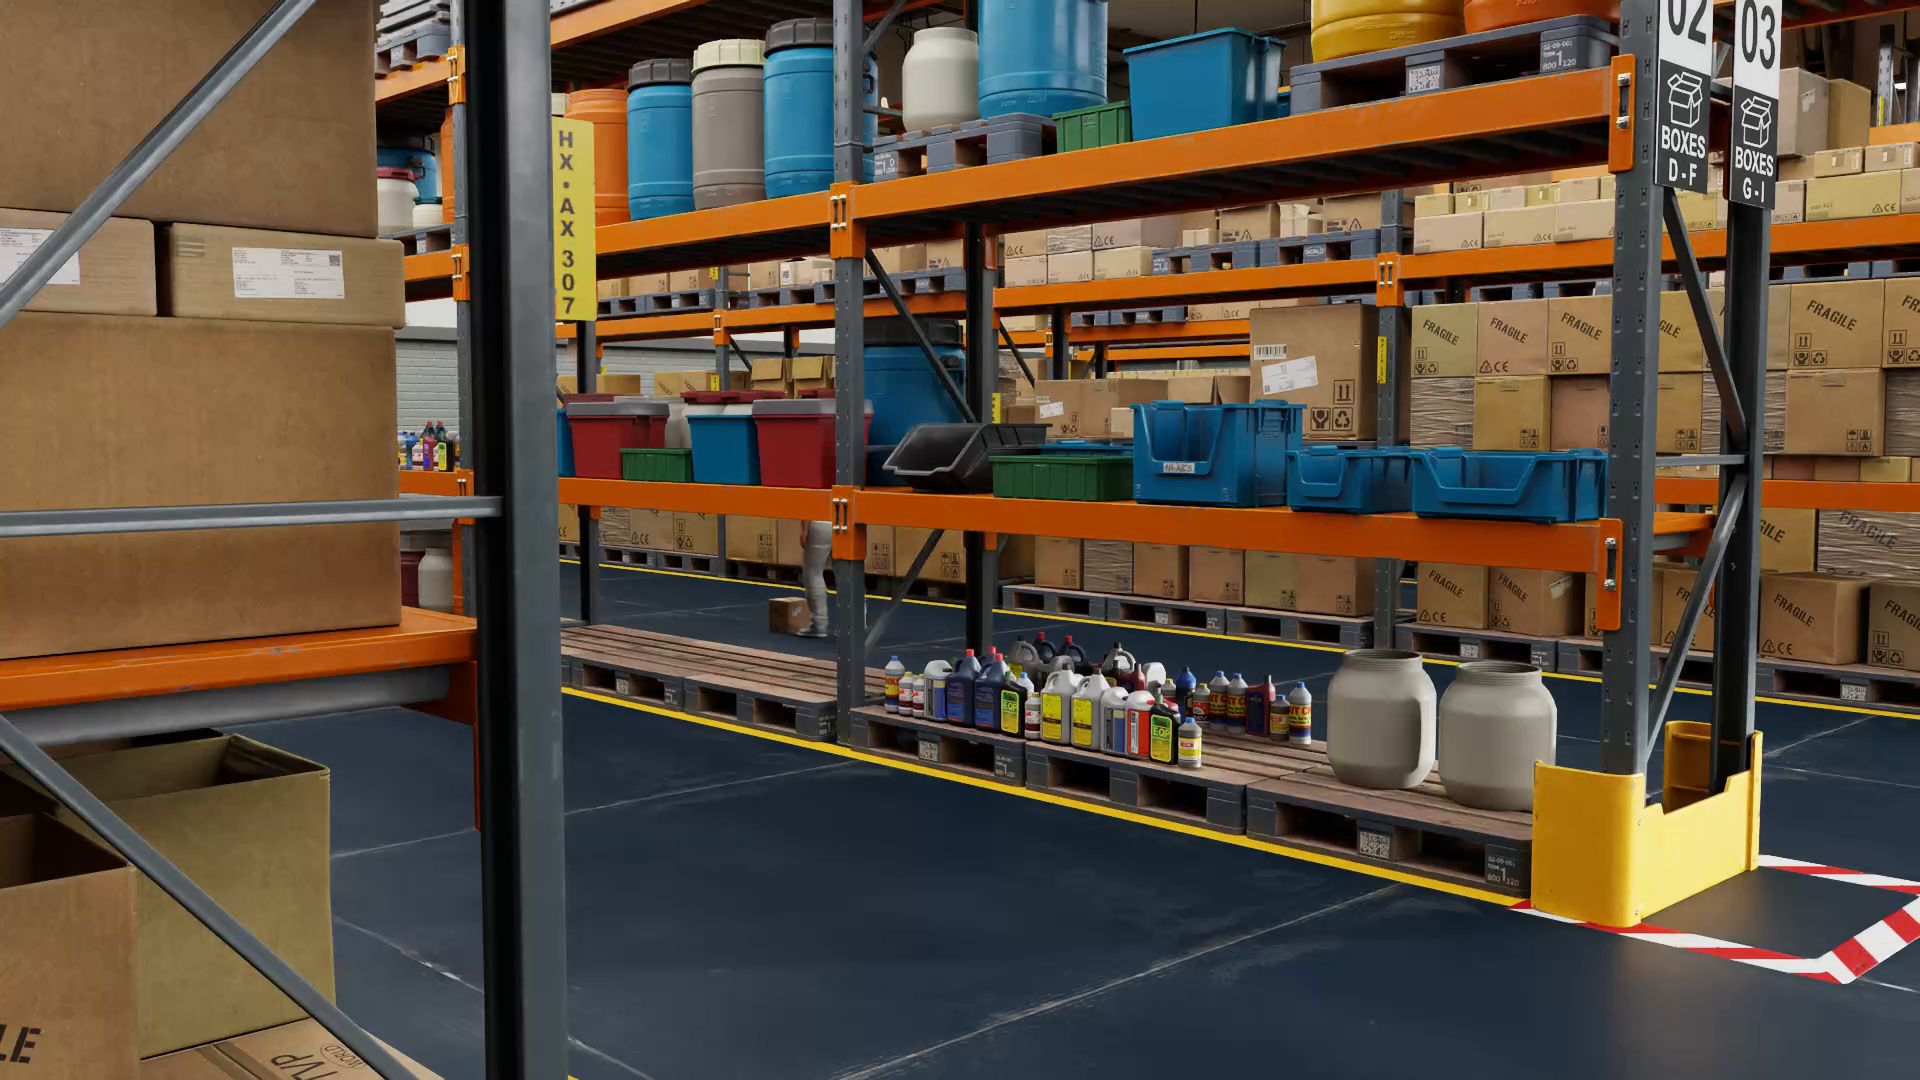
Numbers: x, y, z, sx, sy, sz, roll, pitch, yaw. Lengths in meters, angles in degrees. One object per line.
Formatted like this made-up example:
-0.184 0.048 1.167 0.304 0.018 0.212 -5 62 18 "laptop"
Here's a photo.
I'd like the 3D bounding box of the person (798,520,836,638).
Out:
-1.016 -0.054 12.741 0.485 1.721 0.386 -4 5 -43 "person"
